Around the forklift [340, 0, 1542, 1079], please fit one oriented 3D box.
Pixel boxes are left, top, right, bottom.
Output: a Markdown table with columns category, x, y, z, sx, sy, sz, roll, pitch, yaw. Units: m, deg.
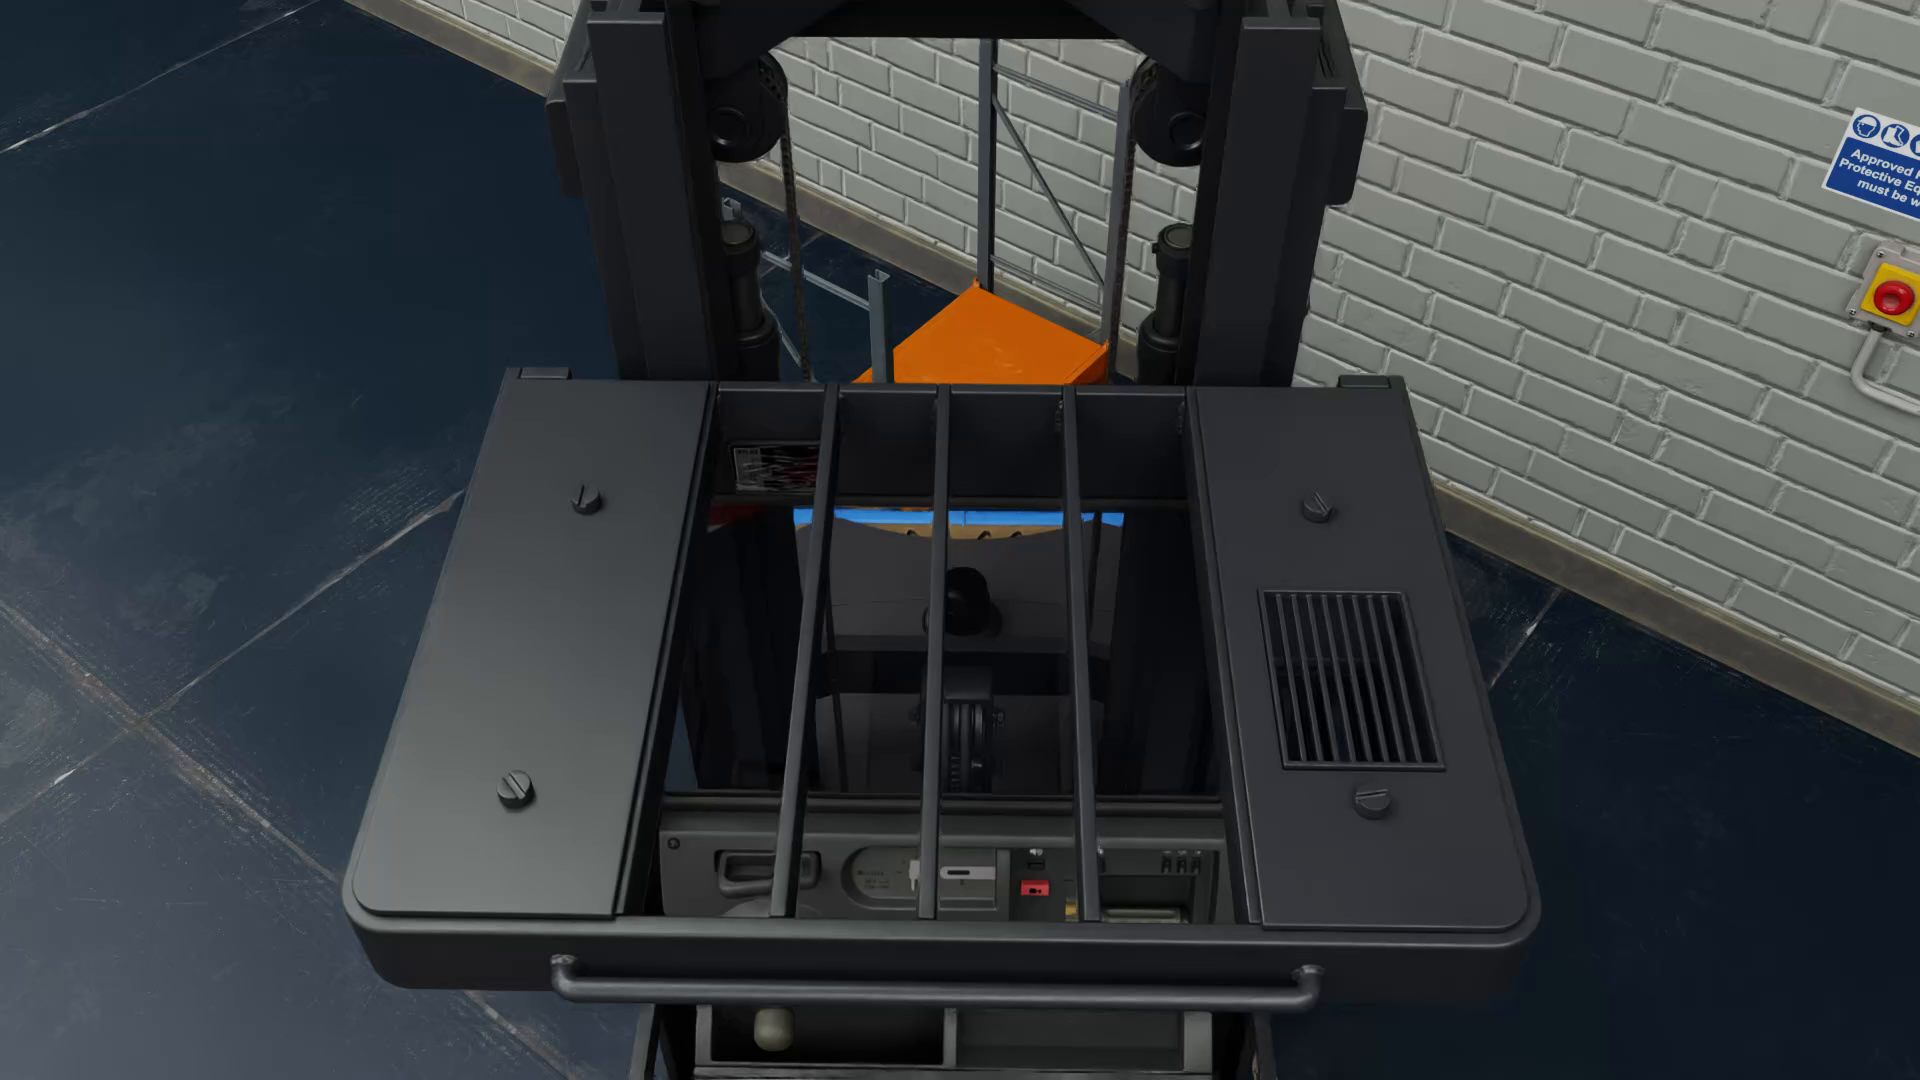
| category | x | y | z | sx | sy | sz | roll | pitch | yaw |
| --- | --- | --- | --- | --- | --- | --- | --- | --- | --- |
| forklift | -0.012 | 0.727 | 2.529 | 1.130 | 2.935 | 3.031 | 1 | 46 | 1 |

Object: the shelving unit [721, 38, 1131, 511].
| category | x | y | z | sx | sy | sz | roll | pitch | yaw |
| --- | --- | --- | --- | --- | --- | --- | --- | --- | --- |
| shelving unit | -0.047 | -0.474 | 4.666 | 0.587 | 1.500 | 1.083 | 29 | 53 | 25 |

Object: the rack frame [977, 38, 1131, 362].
| category | x | y | z | sx | sy | sz | roll | pitch | yaw |
| --- | --- | --- | --- | --- | --- | --- | --- | --- | --- |
| rack frame | 0.259 | -0.760 | 4.939 | 0.500 | 1.500 | 0.032 | 29 | 53 | 25 |

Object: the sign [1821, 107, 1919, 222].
| category | x | y | z | sx | sy | sz | roll | pitch | yaw |
| --- | --- | --- | --- | --- | --- | --- | --- | --- | --- |
| sign | 2.167 | -0.837 | 3.788 | 0.327 | 0.218 | 0.001 | 29 | 53 | 25 |

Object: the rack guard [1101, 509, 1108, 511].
| category | x | y | z | sx | sy | sz | roll | pitch | yaw |
| --- | --- | --- | --- | --- | --- | --- | --- | --- | --- |
| rack guard | 0.258 | -0.328 | 5.390 | 0.587 | 0.250 | 0.087 | 29 | 53 | 25 |

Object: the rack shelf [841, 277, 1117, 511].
| category | x | y | z | sx | sy | sz | roll | pitch | yaw |
| --- | --- | --- | --- | --- | --- | --- | --- | --- | --- |
| rack shelf | -0.052 | -0.345 | 4.791 | 0.538 | 0.185 | 1.000 | 29 | 53 | 25 |

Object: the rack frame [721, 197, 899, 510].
| category | x | y | z | sx | sy | sz | roll | pitch | yaw |
| --- | --- | --- | --- | --- | --- | --- | --- | --- | --- |
| rack frame | -0.363 | -0.178 | 4.383 | 0.500 | 1.500 | 0.032 | 29 | 53 | 25 |

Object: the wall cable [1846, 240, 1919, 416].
| category | x | y | z | sx | sy | sz | roll | pitch | yaw |
| --- | --- | --- | --- | --- | --- | --- | --- | --- | --- |
| wall cable | 2.168 | -1.049 | 3.454 | 0.585 | 1.953 | 0.123 | 29 | 53 | 25 |
